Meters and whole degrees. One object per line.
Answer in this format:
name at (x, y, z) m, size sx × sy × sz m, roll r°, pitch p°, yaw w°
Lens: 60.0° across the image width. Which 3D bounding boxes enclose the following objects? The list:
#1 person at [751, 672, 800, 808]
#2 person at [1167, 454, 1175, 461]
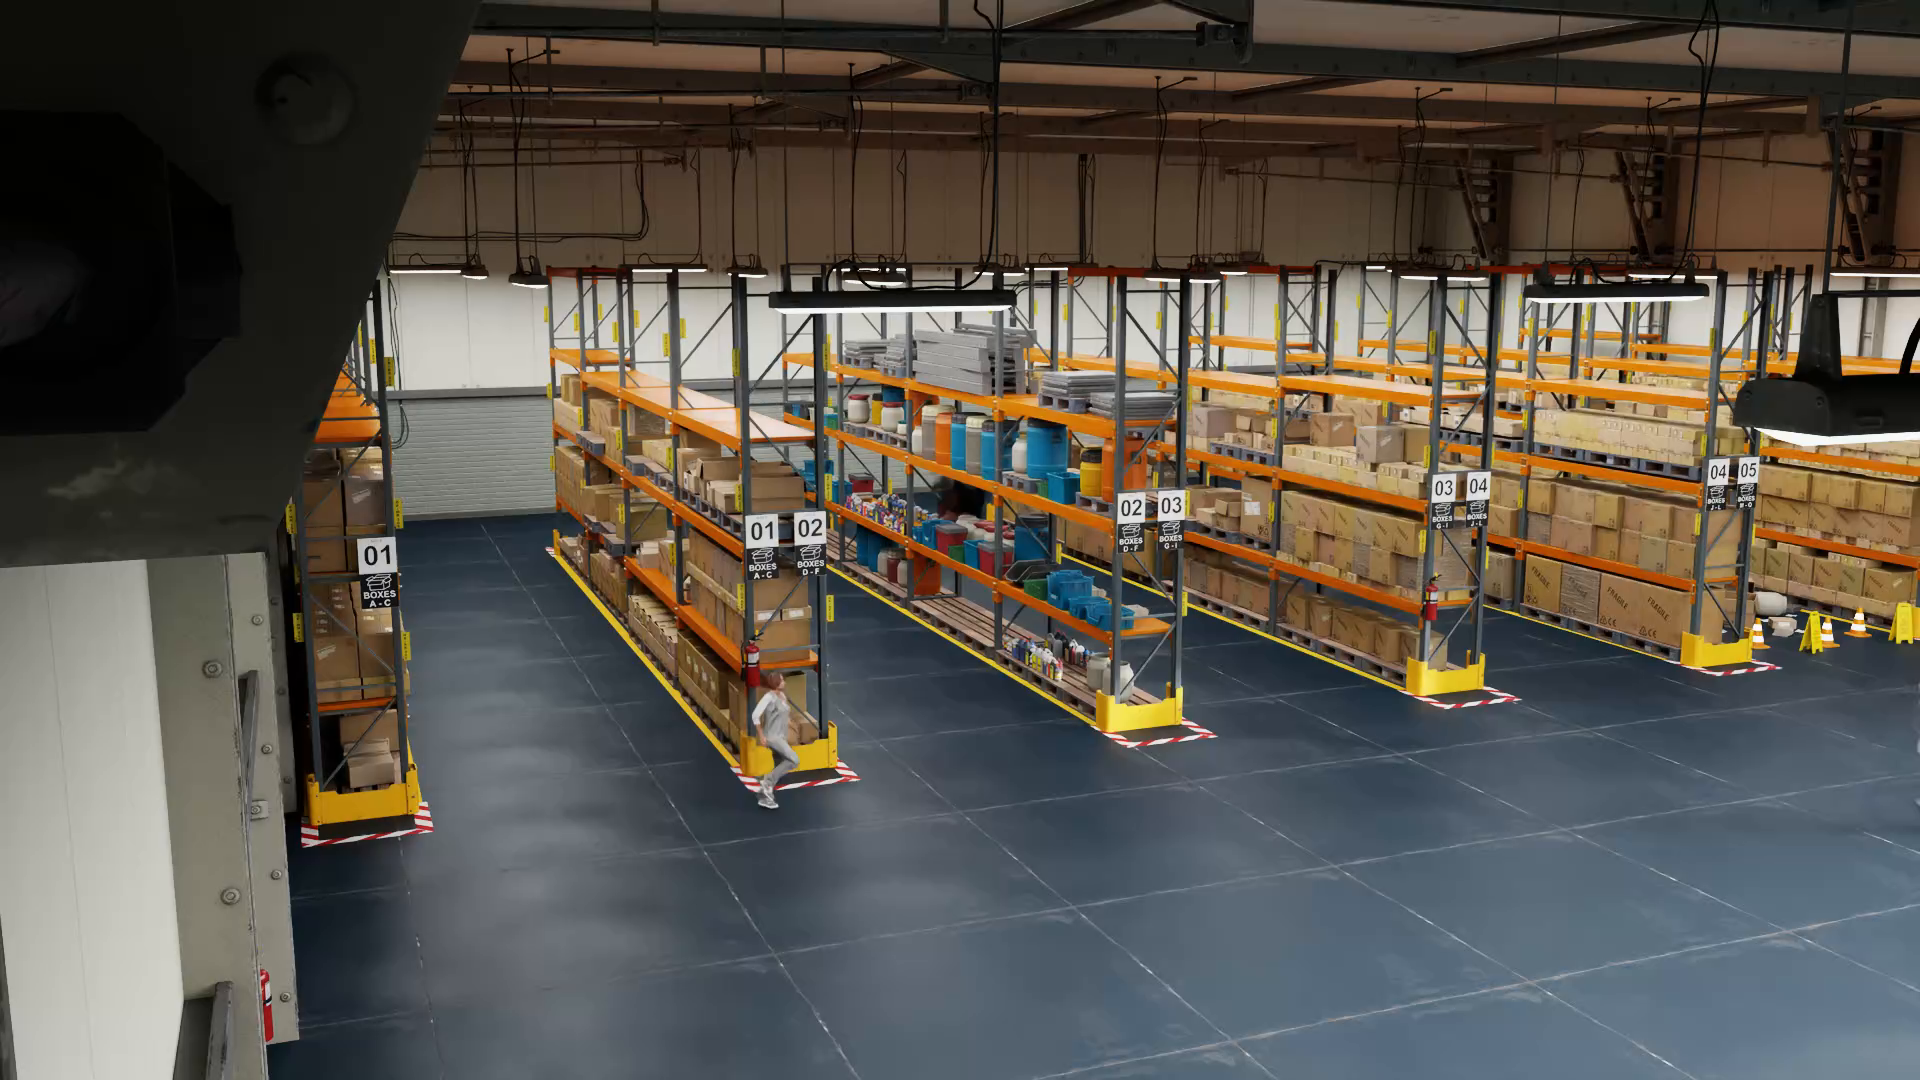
person at (-2.071, 2.284, 19.124) m, size 0.521 × 1.527 × 0.556 m, roll 2°, pitch 10°, yaw 13°
person at (4.825, -1.129, 38.301) m, size 0.595 × 1.645 × 0.965 m, roll -5°, pitch 11°, yaw -24°
